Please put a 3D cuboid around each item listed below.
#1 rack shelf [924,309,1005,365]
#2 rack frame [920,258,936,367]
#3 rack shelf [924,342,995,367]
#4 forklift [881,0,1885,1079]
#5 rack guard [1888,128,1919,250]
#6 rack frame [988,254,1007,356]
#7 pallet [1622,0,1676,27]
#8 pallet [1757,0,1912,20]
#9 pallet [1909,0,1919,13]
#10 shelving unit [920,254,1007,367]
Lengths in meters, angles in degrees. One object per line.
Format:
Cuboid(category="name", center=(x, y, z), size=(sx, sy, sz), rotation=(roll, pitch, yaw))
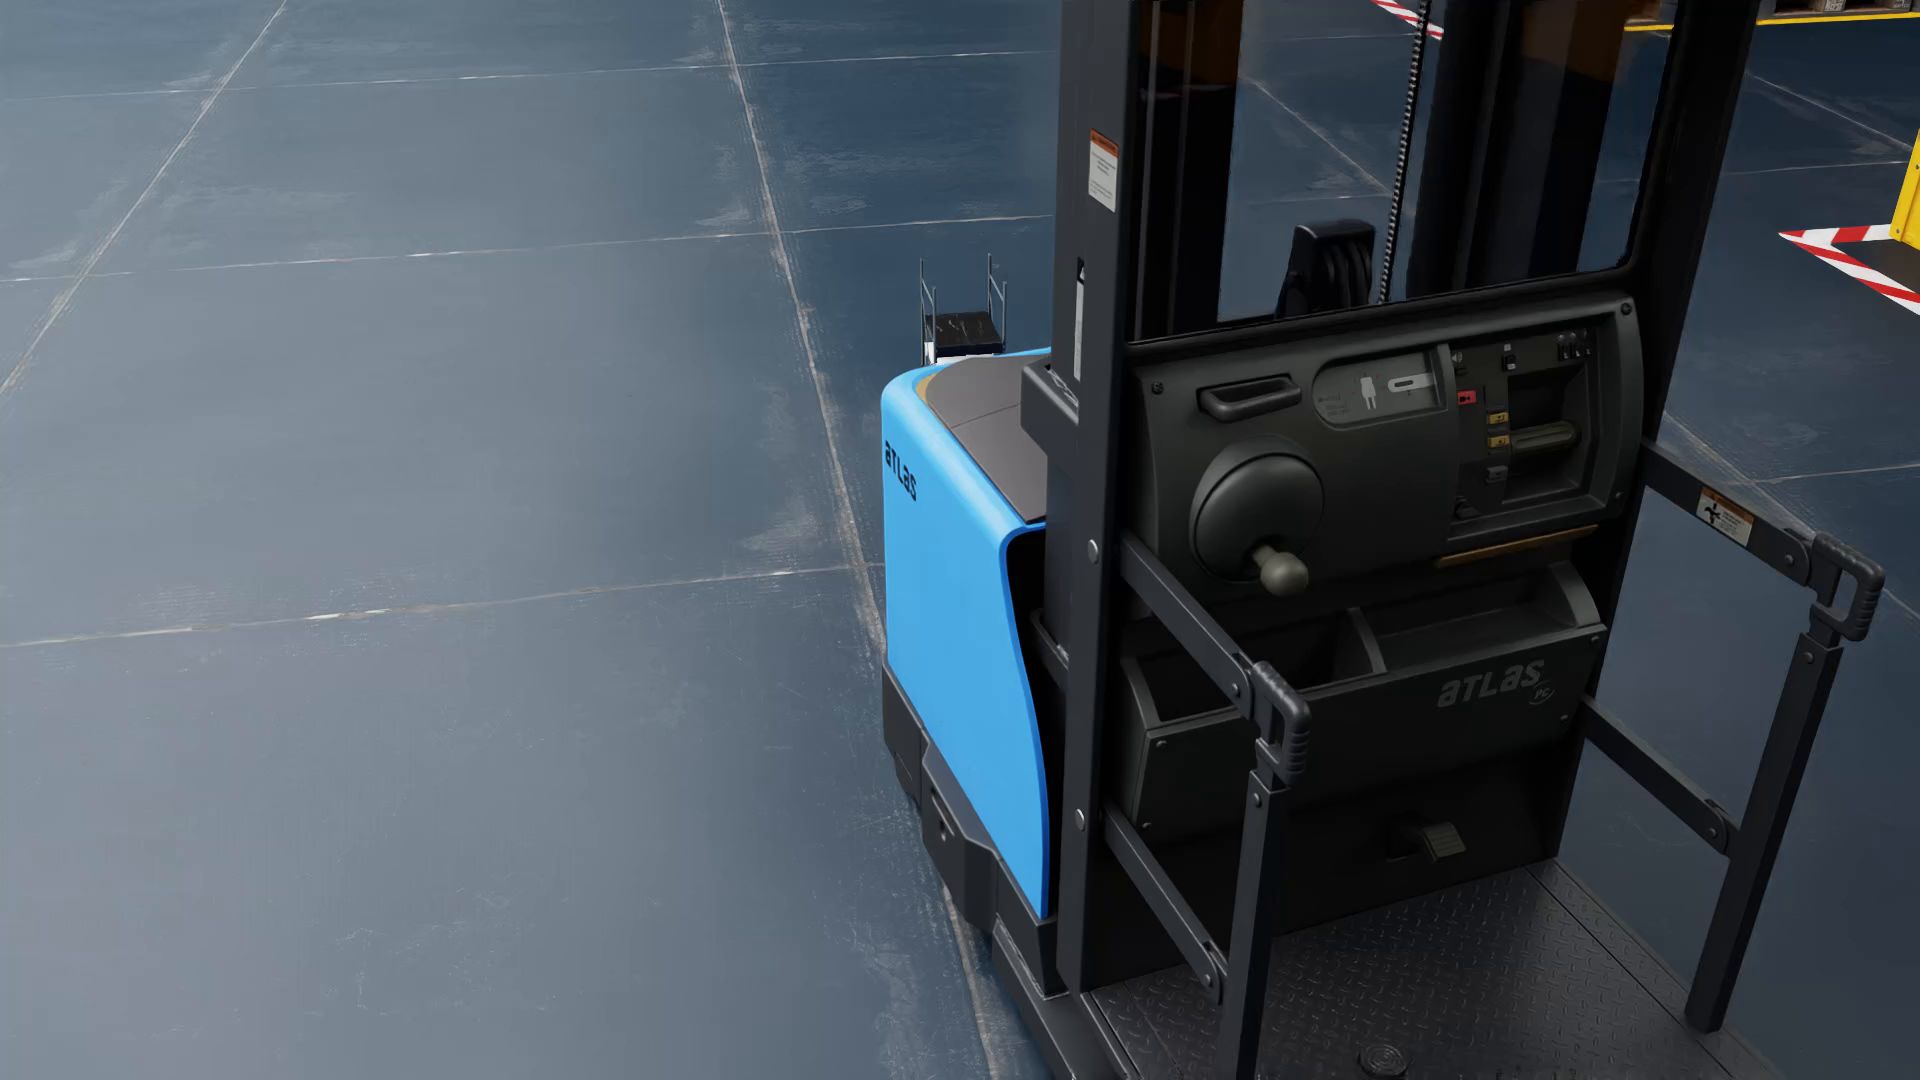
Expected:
Cuboid(category="rack shelf", center=(0.008, -0.593, 4.903), size=(0.200, 0.077, 0.258), rotation=(-5, 31, -9))
Cuboid(category="rack frame", center=(-0.092, -0.379, 5.007), size=(0.006, 0.900, 0.240), rotation=(-5, 31, -9))
Cuboid(category="rack shelf", center=(0.008, -0.515, 4.949), size=(0.200, 0.077, 0.258), rotation=(-5, 31, -9))
Cuboid(category="forklift", center=(0.800, -0.109, 2.544), size=(1.130, 2.935, 3.031), rotation=(-11, 32, -18))
Cuboid(category="rack guard", center=(4.523, -1.358, 7.066), size=(0.348, 0.500, 1.175), rotation=(-5, 31, -9))
Cuboid(category="rack frame", center=(0.108, -0.398, 5.039), size=(0.006, 0.900, 0.240), rotation=(-5, 31, -9))
Cuboid(category="pallet", center=(4.632, -3.781, 11.472), size=(1.213, 0.211, 1.003), rotation=(-5, 31, -9))
Cuboid(category="pallet", center=(5.830, -3.891, 11.659), size=(1.213, 0.211, 1.003), rotation=(-5, 31, -9))
Cuboid(category="pallet", center=(7.033, -4.004, 11.851), size=(1.213, 0.211, 1.003), rotation=(-5, 31, -9))
Cuboid(category="shelving unit", center=(0.008, -0.389, 5.023), size=(0.210, 0.900, 0.258), rotation=(-5, 31, -9))
